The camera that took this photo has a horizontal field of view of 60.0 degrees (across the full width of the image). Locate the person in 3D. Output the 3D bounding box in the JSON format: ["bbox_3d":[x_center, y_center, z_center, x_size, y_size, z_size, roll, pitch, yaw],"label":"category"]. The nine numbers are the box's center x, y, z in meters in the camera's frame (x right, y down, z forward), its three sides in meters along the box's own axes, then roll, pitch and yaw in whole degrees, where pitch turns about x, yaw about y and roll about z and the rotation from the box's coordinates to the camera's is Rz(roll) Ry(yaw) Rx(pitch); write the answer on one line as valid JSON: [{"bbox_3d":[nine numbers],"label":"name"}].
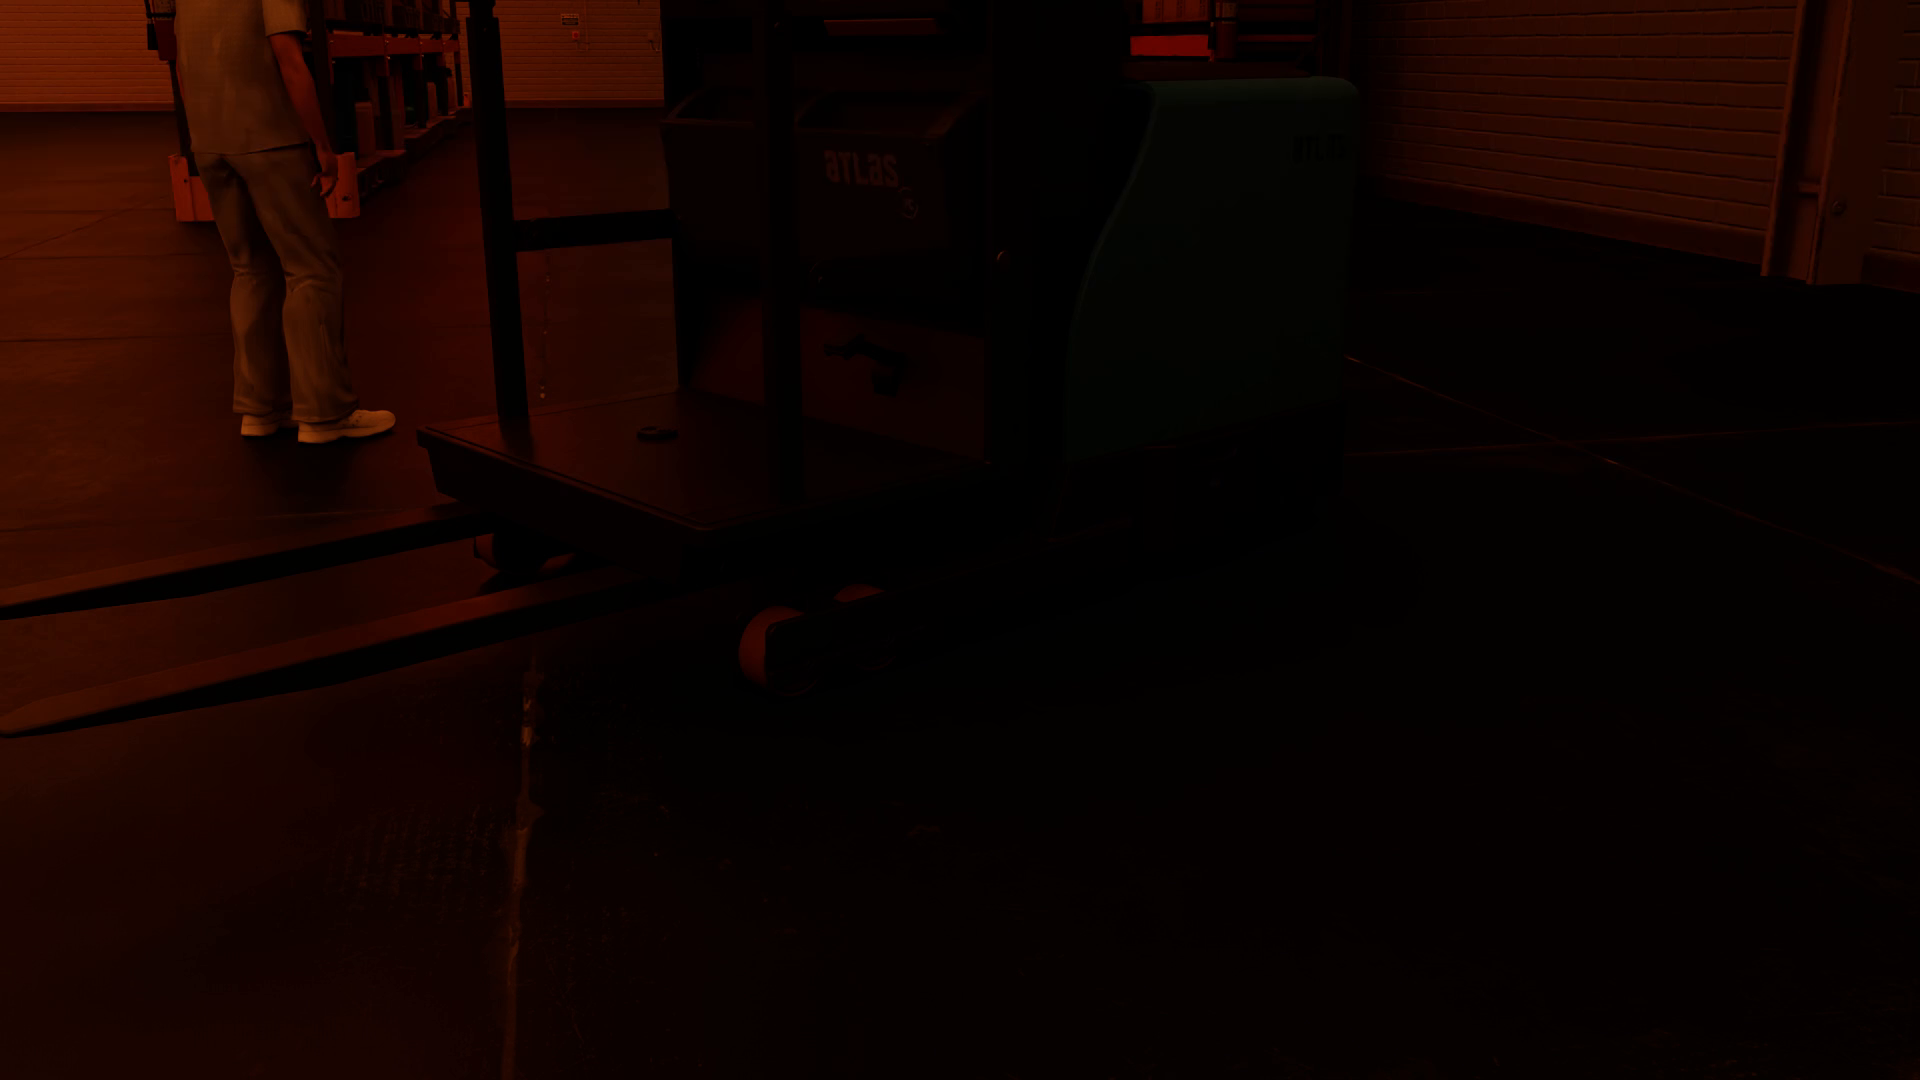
[{"bbox_3d":[-2.039,-1.129,4.884,0.516,1.671,0.359,7,18,24],"label":"person"}]

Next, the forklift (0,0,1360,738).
[{"bbox_3d":[-0.457,-1.283,3.188,3.031,2.935,1.130,-15,22,-41],"label":"forklift"}]
